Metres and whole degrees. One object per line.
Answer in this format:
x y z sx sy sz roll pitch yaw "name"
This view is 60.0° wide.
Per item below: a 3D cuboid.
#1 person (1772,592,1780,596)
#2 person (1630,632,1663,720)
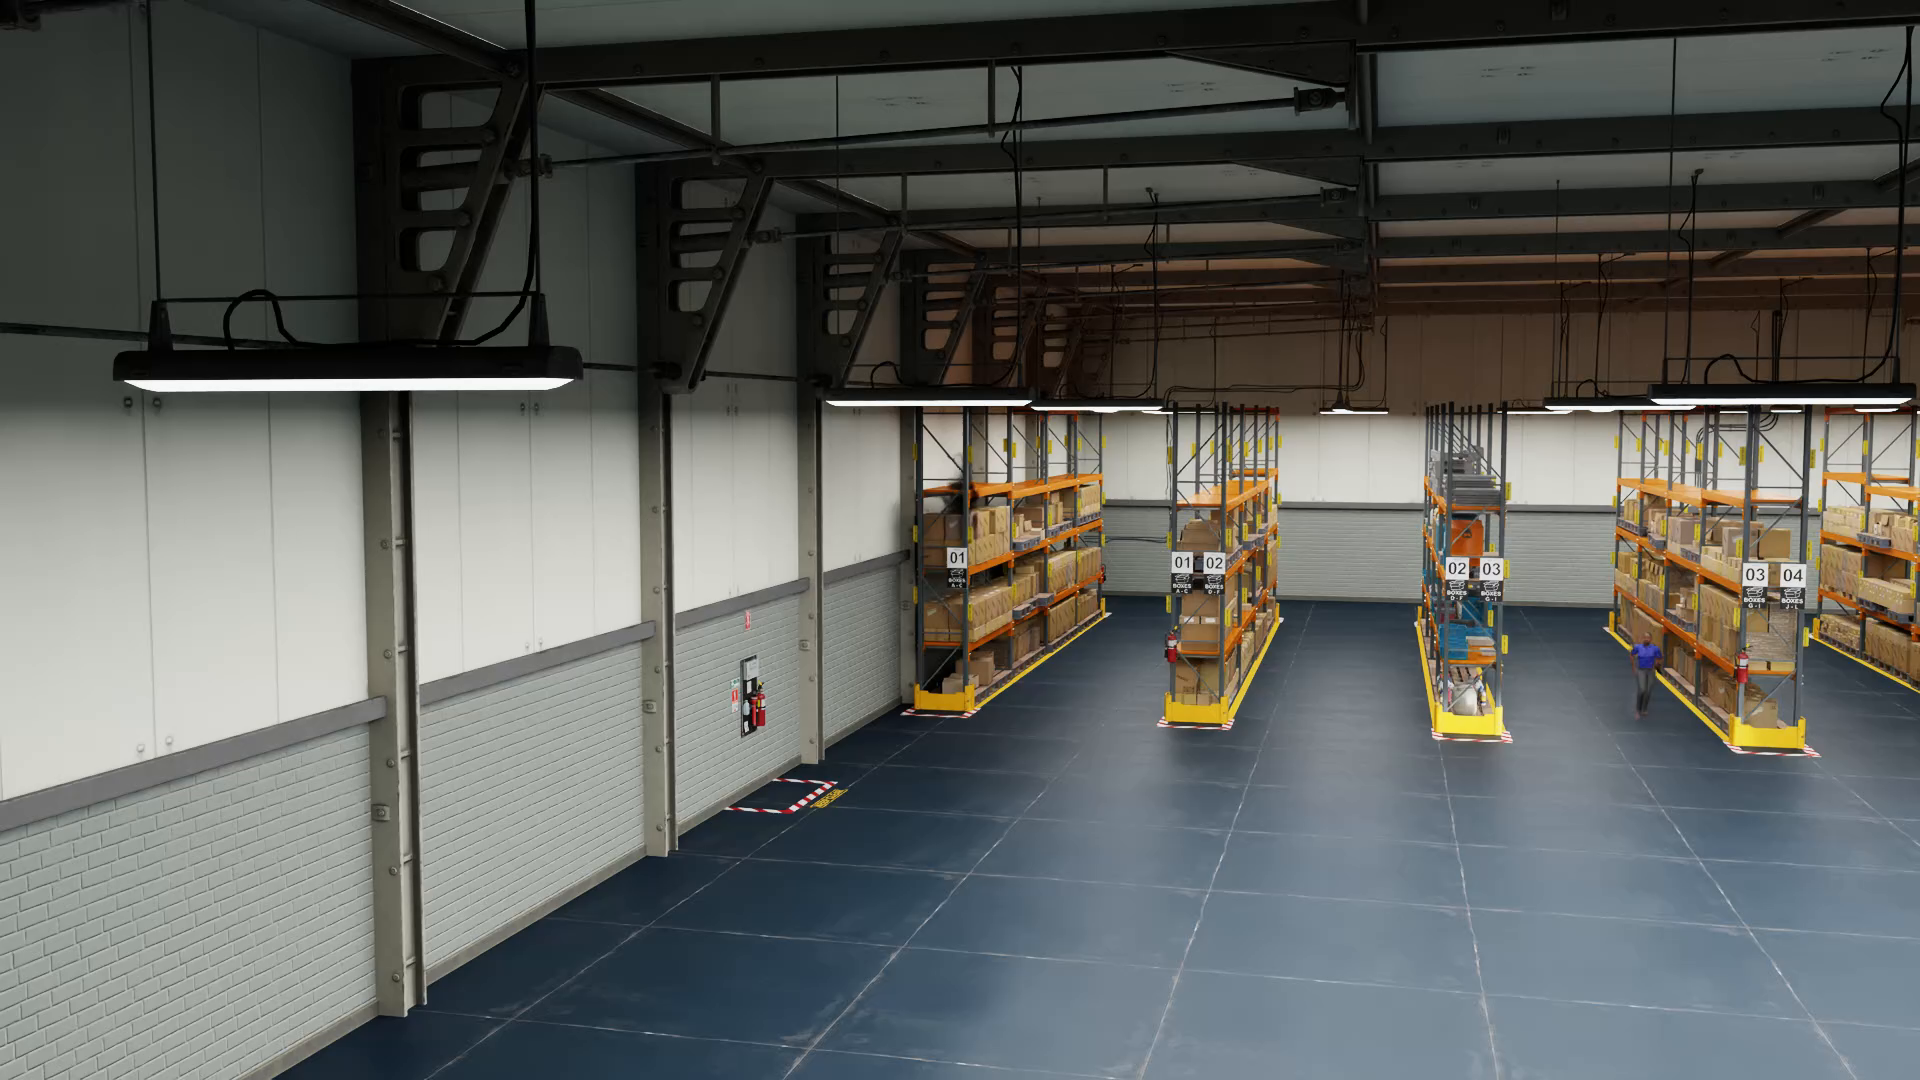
21.257 1.660 43.237 0.646 1.820 0.686 2 5 22 "person"
13.039 2.578 31.559 0.554 1.690 0.718 1 4 11 "person"
